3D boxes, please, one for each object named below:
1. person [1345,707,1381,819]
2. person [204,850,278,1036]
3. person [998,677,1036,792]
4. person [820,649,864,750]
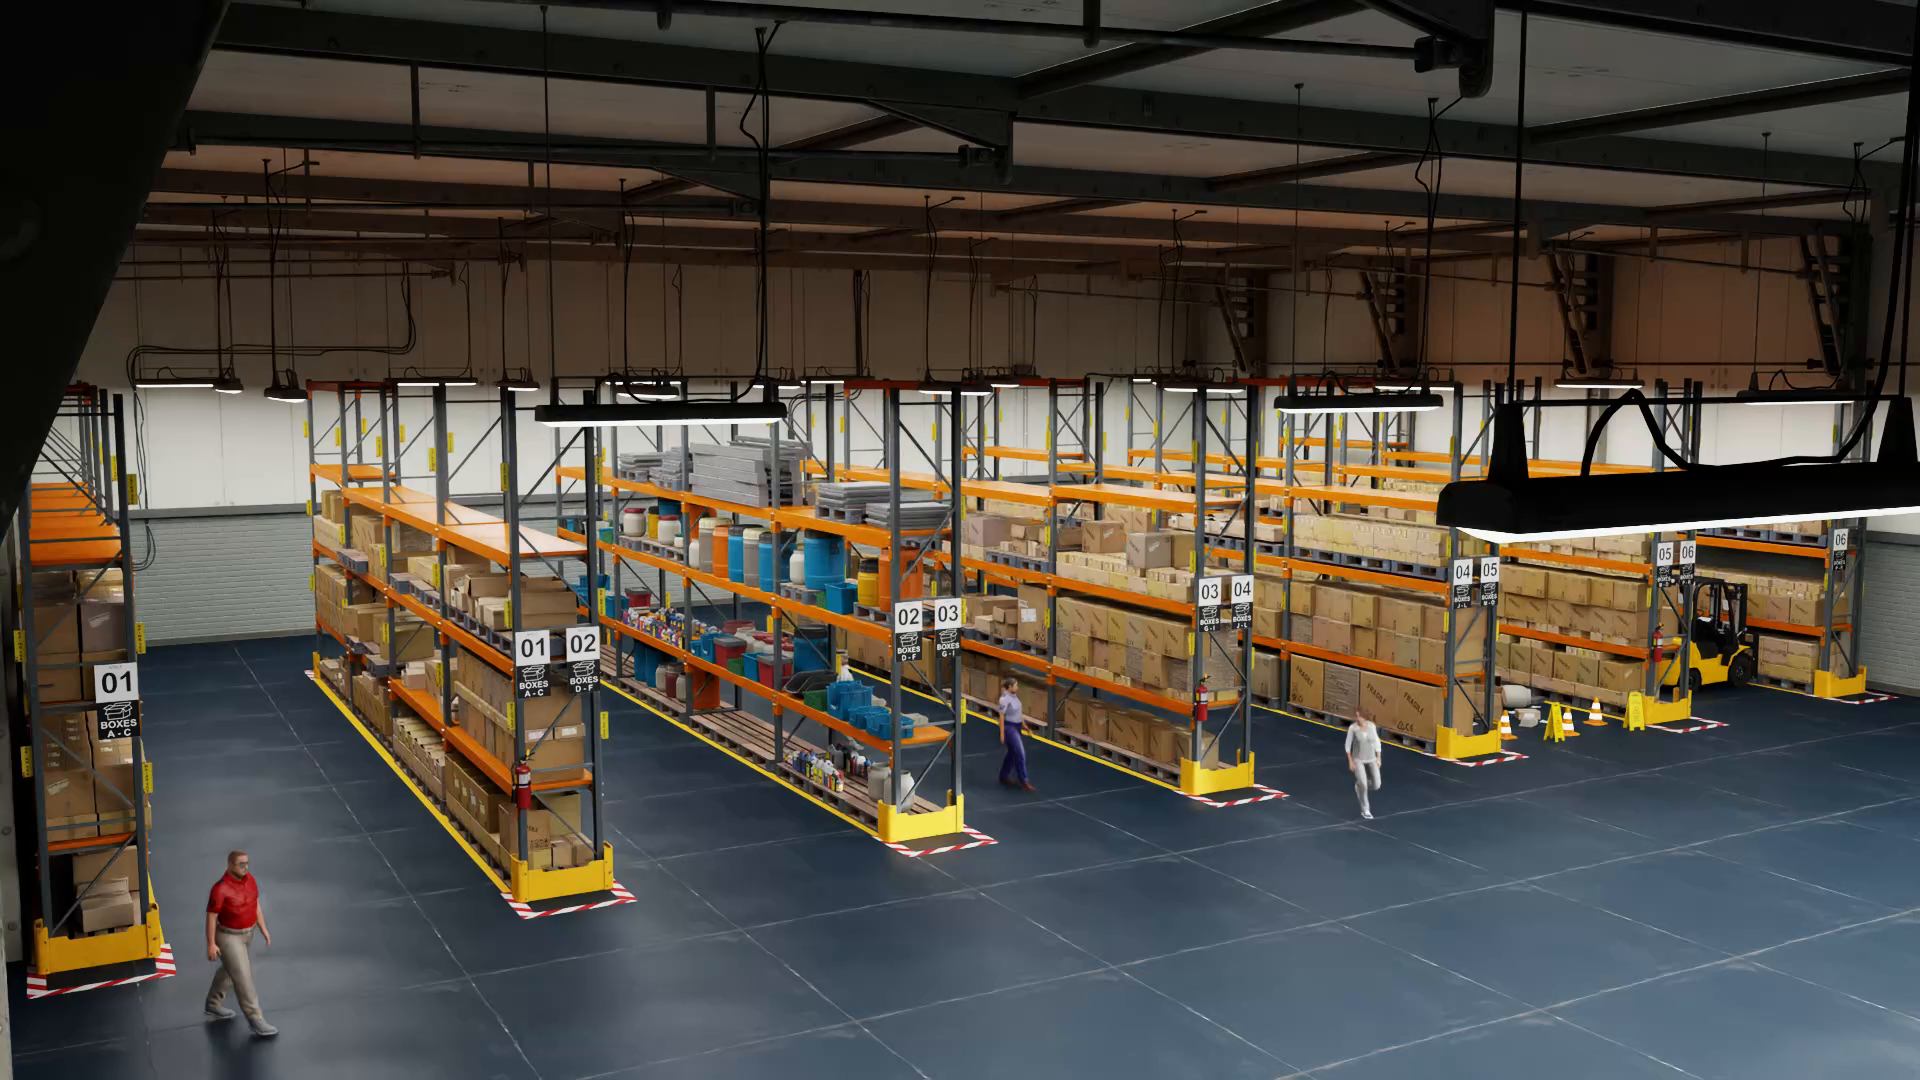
[{"bbox_3d":[5.628,3.091,23.255,0.481,1.569,0.490,-1,6,-6],"label":"person"},{"bbox_3d":[-6.859,3.786,15.854,0.946,1.682,0.570,1,6,9],"label":"person"},{"bbox_3d":[0.869,2.884,24.874,0.682,1.666,0.504,2,6,19],"label":"person"},{"bbox_3d":[-1.913,2.584,27.331,0.997,1.598,0.504,3,7,28],"label":"person"}]
